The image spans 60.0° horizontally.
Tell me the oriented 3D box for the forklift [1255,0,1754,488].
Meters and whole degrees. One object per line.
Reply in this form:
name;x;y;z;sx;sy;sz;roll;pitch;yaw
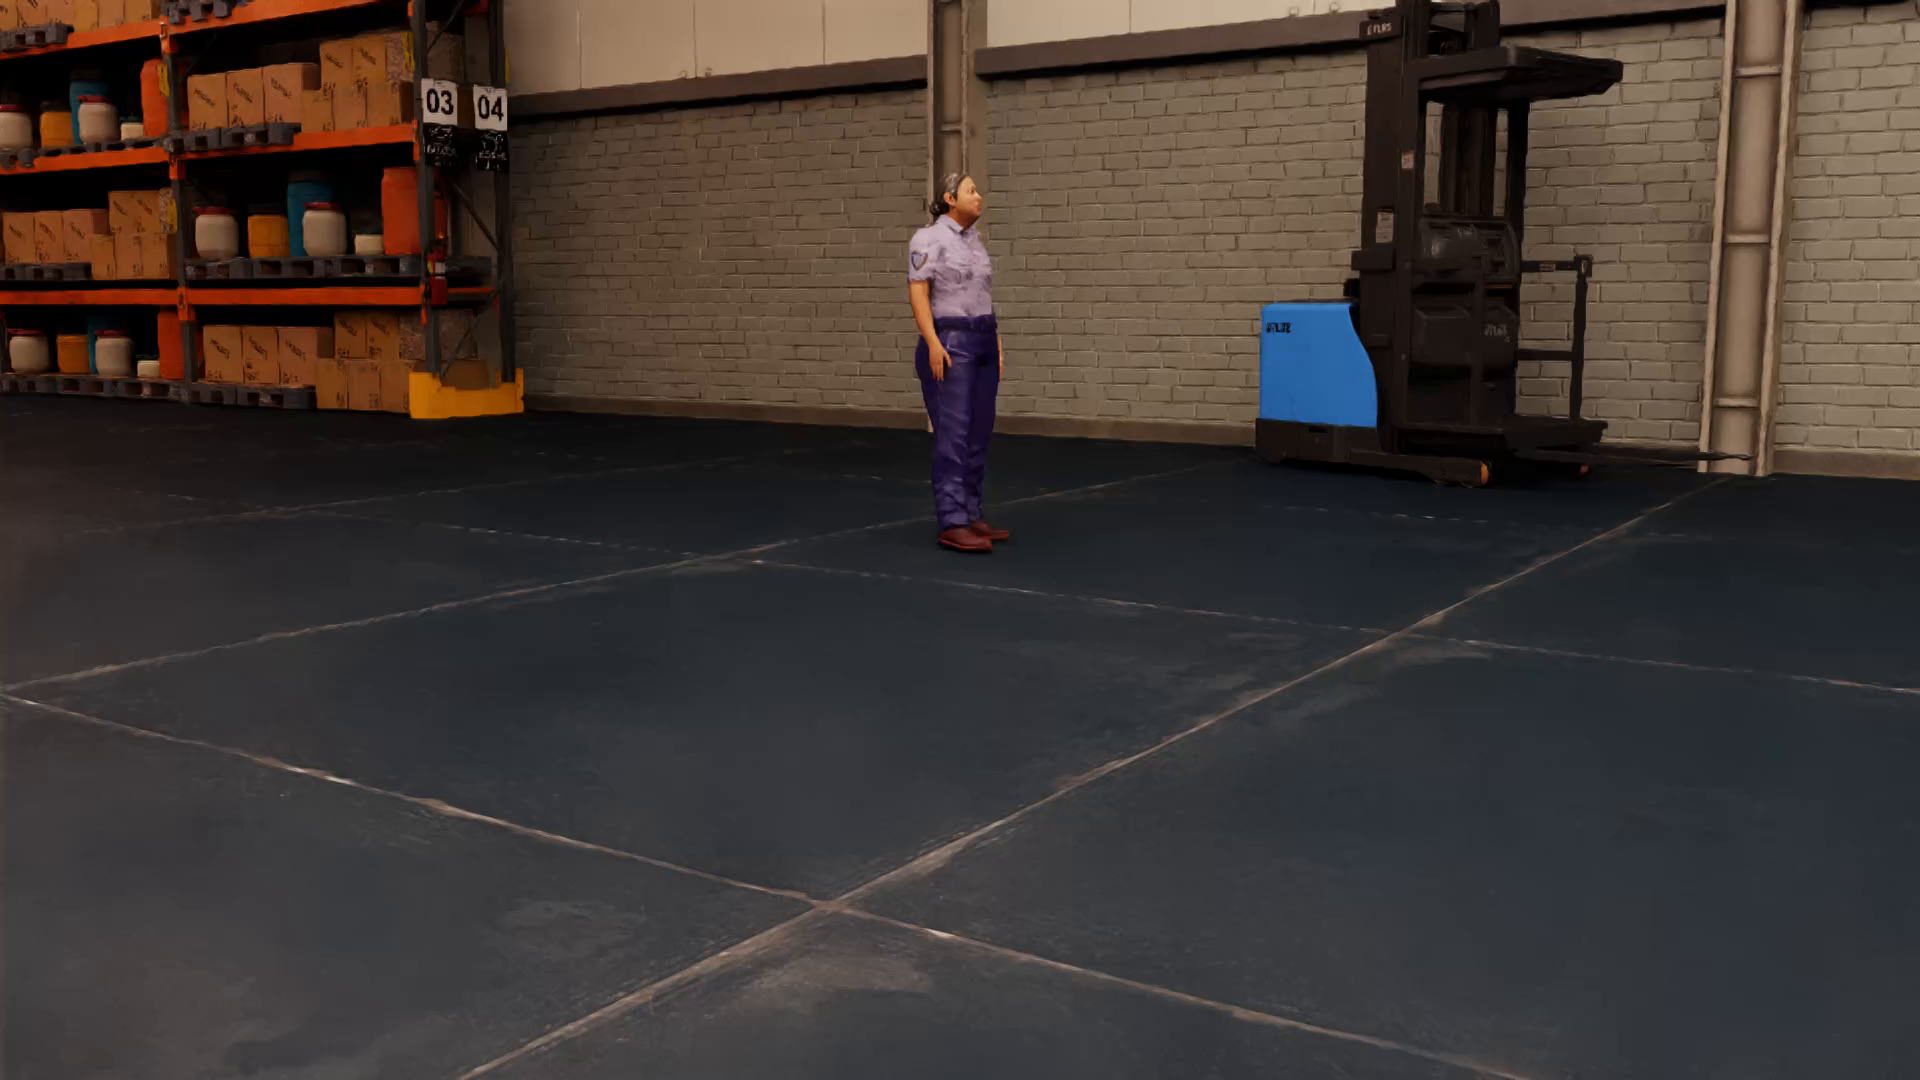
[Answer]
forklift;3.255;-1.833;10.081;1.130;2.935;3.031;-6;10;-36

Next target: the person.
person;0.062;-0.813;7.418;0.502;1.650;0.599;5;10;34
